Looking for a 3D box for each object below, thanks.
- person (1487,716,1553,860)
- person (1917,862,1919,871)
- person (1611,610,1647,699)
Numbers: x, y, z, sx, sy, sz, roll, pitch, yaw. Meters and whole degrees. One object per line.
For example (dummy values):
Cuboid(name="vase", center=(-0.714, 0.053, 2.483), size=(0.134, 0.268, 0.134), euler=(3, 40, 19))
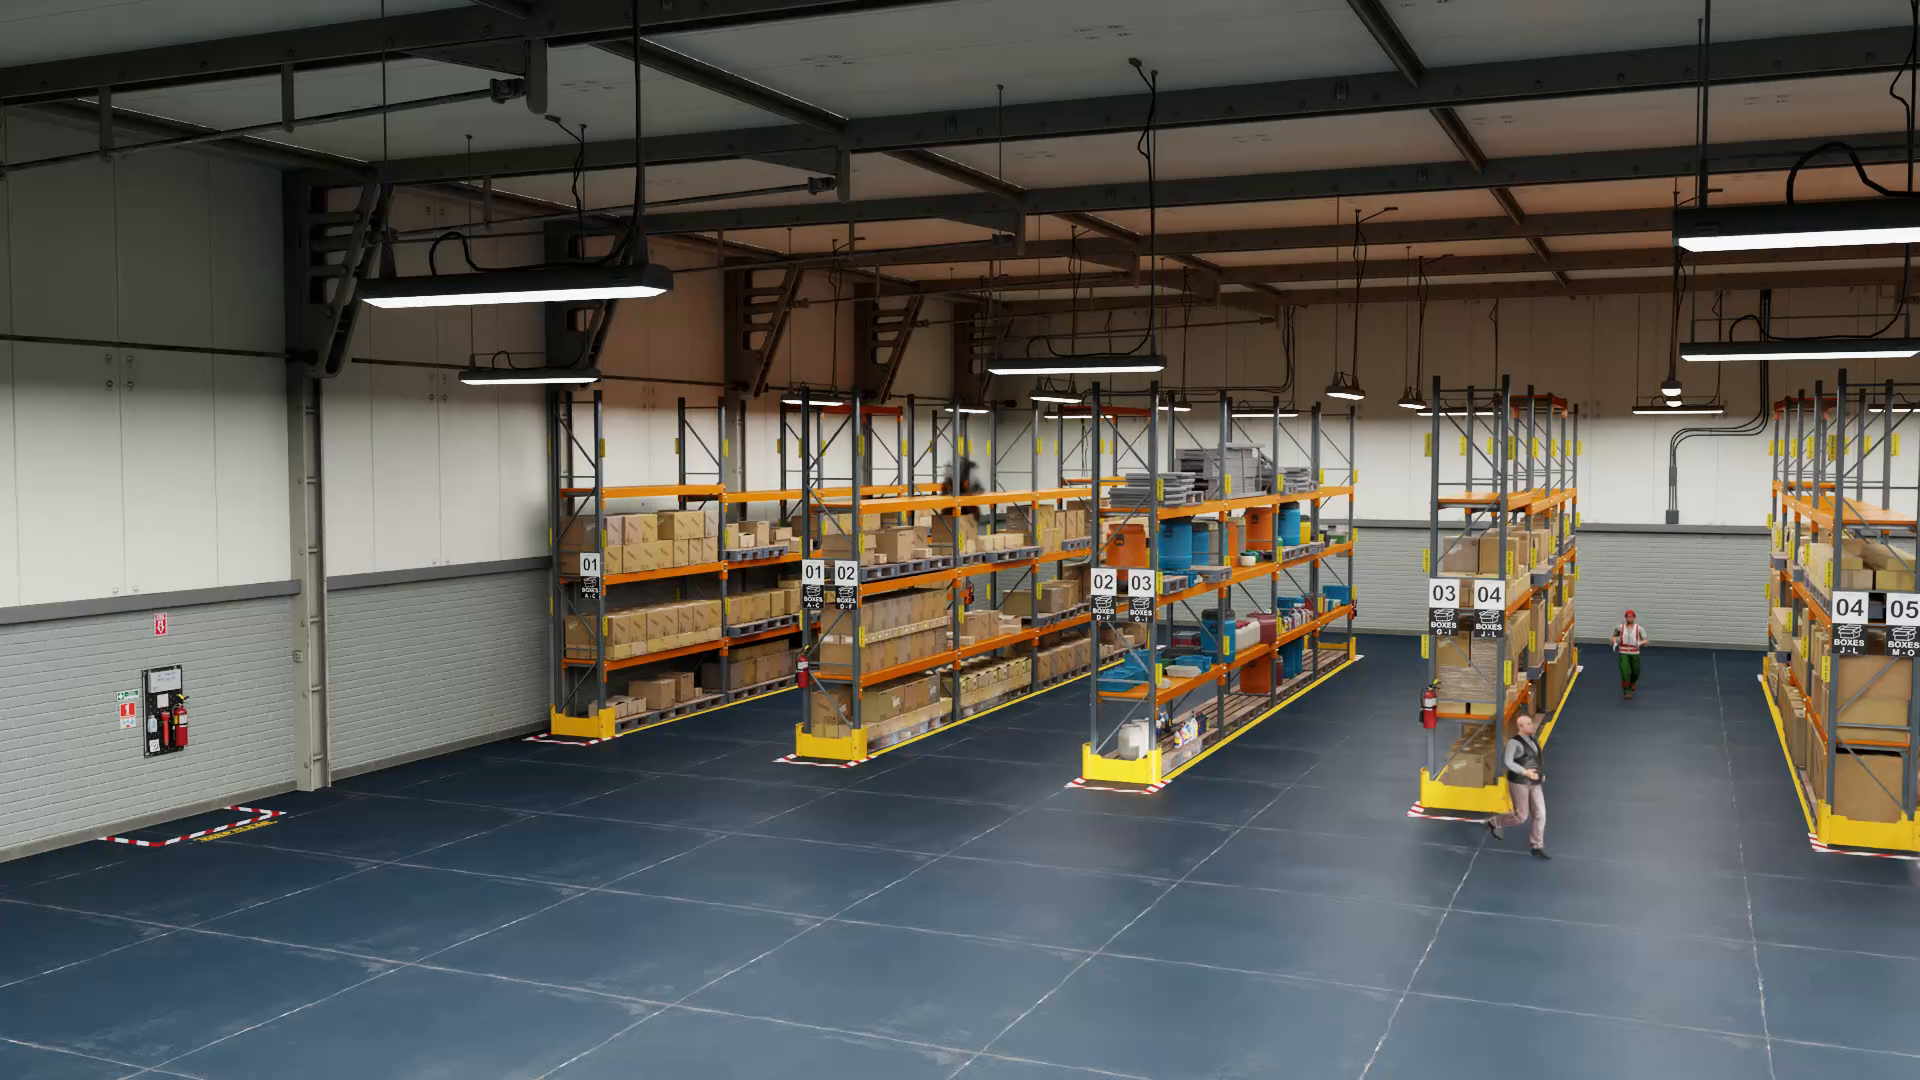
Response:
Cuboid(name="person", center=(6.942, 3.024, 20.529), size=(0.677, 1.728, 0.876), euler=(-2, 4, -35))
Cuboid(name="person", center=(11.014, 3.120, 18.345), size=(0.657, 1.764, 0.700), euler=(-1, 3, -17))
Cuboid(name="person", center=(13.409, 2.284, 33.331), size=(0.668, 1.759, 0.856), euler=(1, 3, 21))
